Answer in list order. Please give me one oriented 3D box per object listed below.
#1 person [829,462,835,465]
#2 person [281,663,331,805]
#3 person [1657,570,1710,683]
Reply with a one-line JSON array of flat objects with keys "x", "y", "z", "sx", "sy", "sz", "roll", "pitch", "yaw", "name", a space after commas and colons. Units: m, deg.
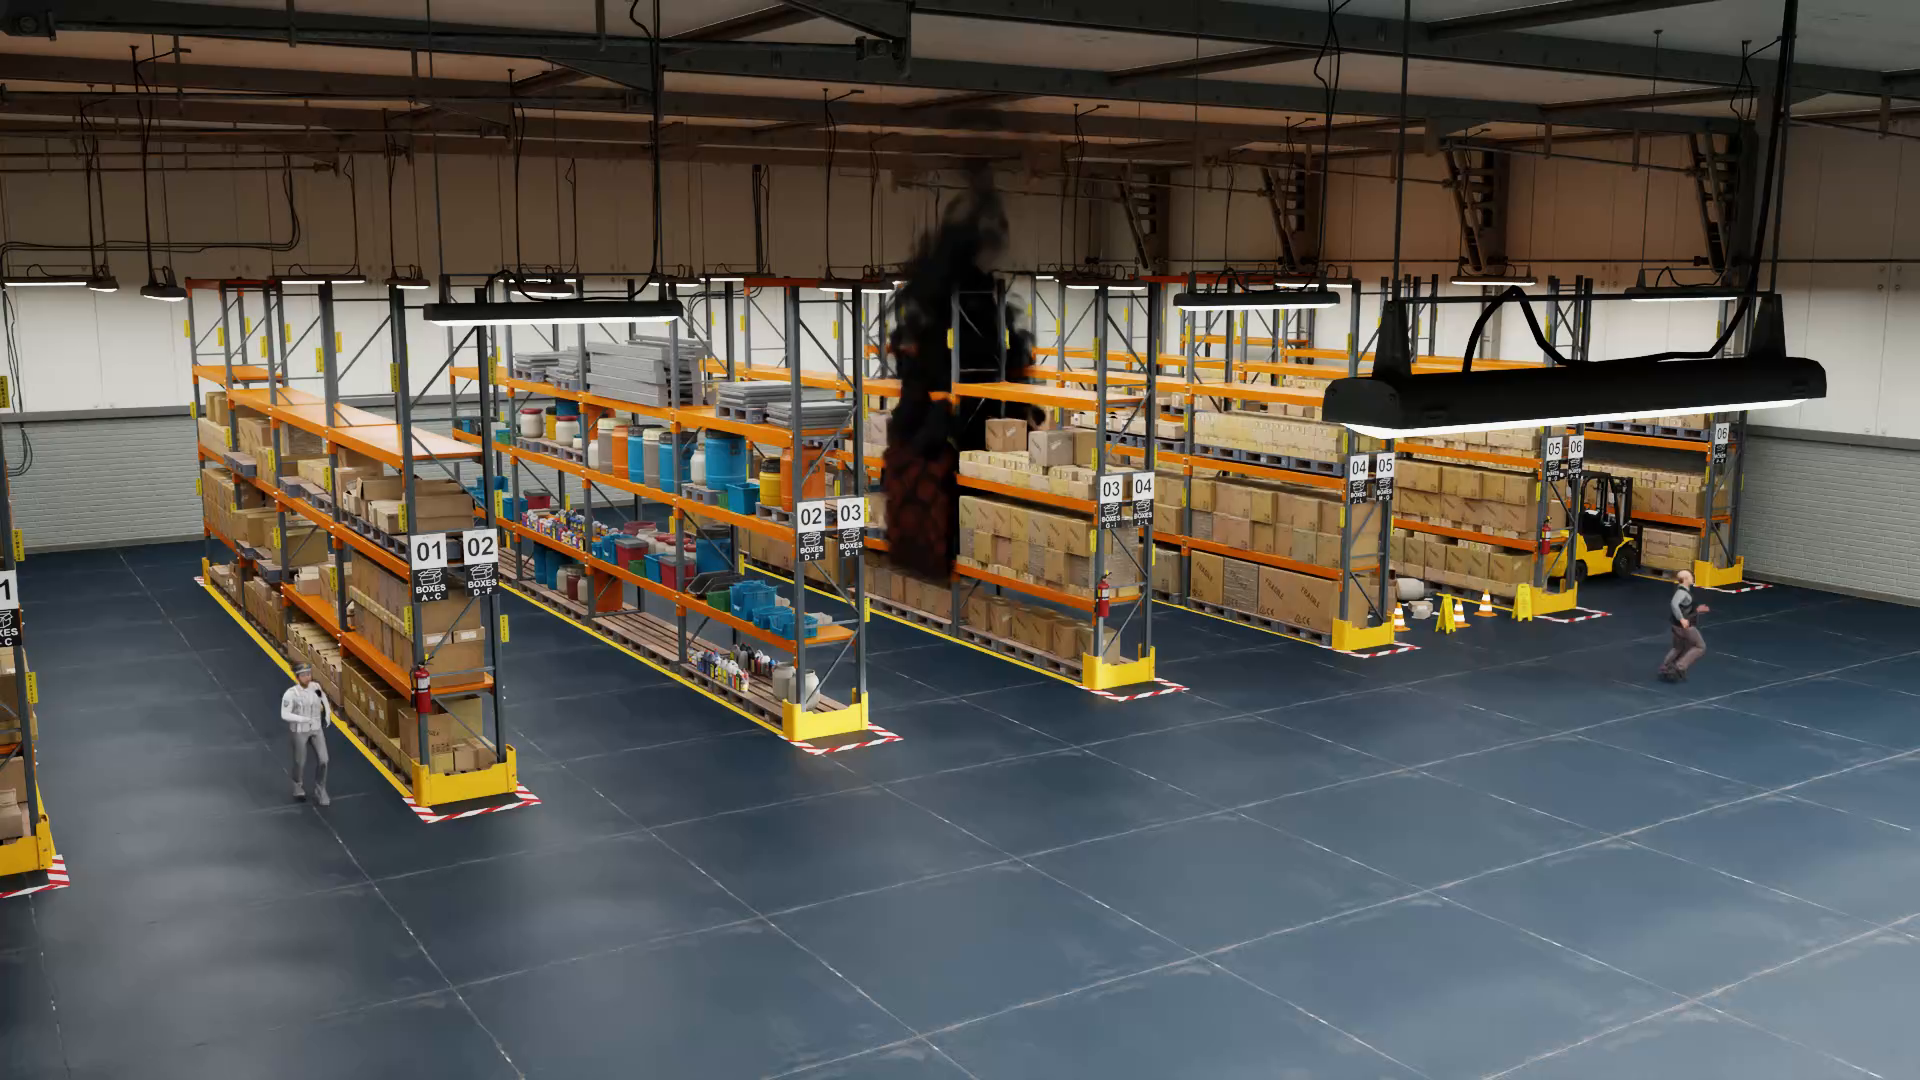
[{"x": -3.096, "y": -1.049, "z": 39.509, "sx": 0.635, "sy": 1.650, "sz": 0.857, "roll": -3, "pitch": 10, "yaw": -17, "name": "person"}, {"x": -7.658, "y": 2.276, "z": 19.515, "sx": 0.632, "sy": 1.764, "sz": 0.670, "roll": -9, "pitch": 13, "yaw": -43, "name": "person"}, {"x": 10.940, "y": 1.304, "z": 25.085, "sx": 0.678, "sy": 1.702, "sz": 0.627, "roll": 1, "pitch": 10, "yaw": 9, "name": "person"}]
